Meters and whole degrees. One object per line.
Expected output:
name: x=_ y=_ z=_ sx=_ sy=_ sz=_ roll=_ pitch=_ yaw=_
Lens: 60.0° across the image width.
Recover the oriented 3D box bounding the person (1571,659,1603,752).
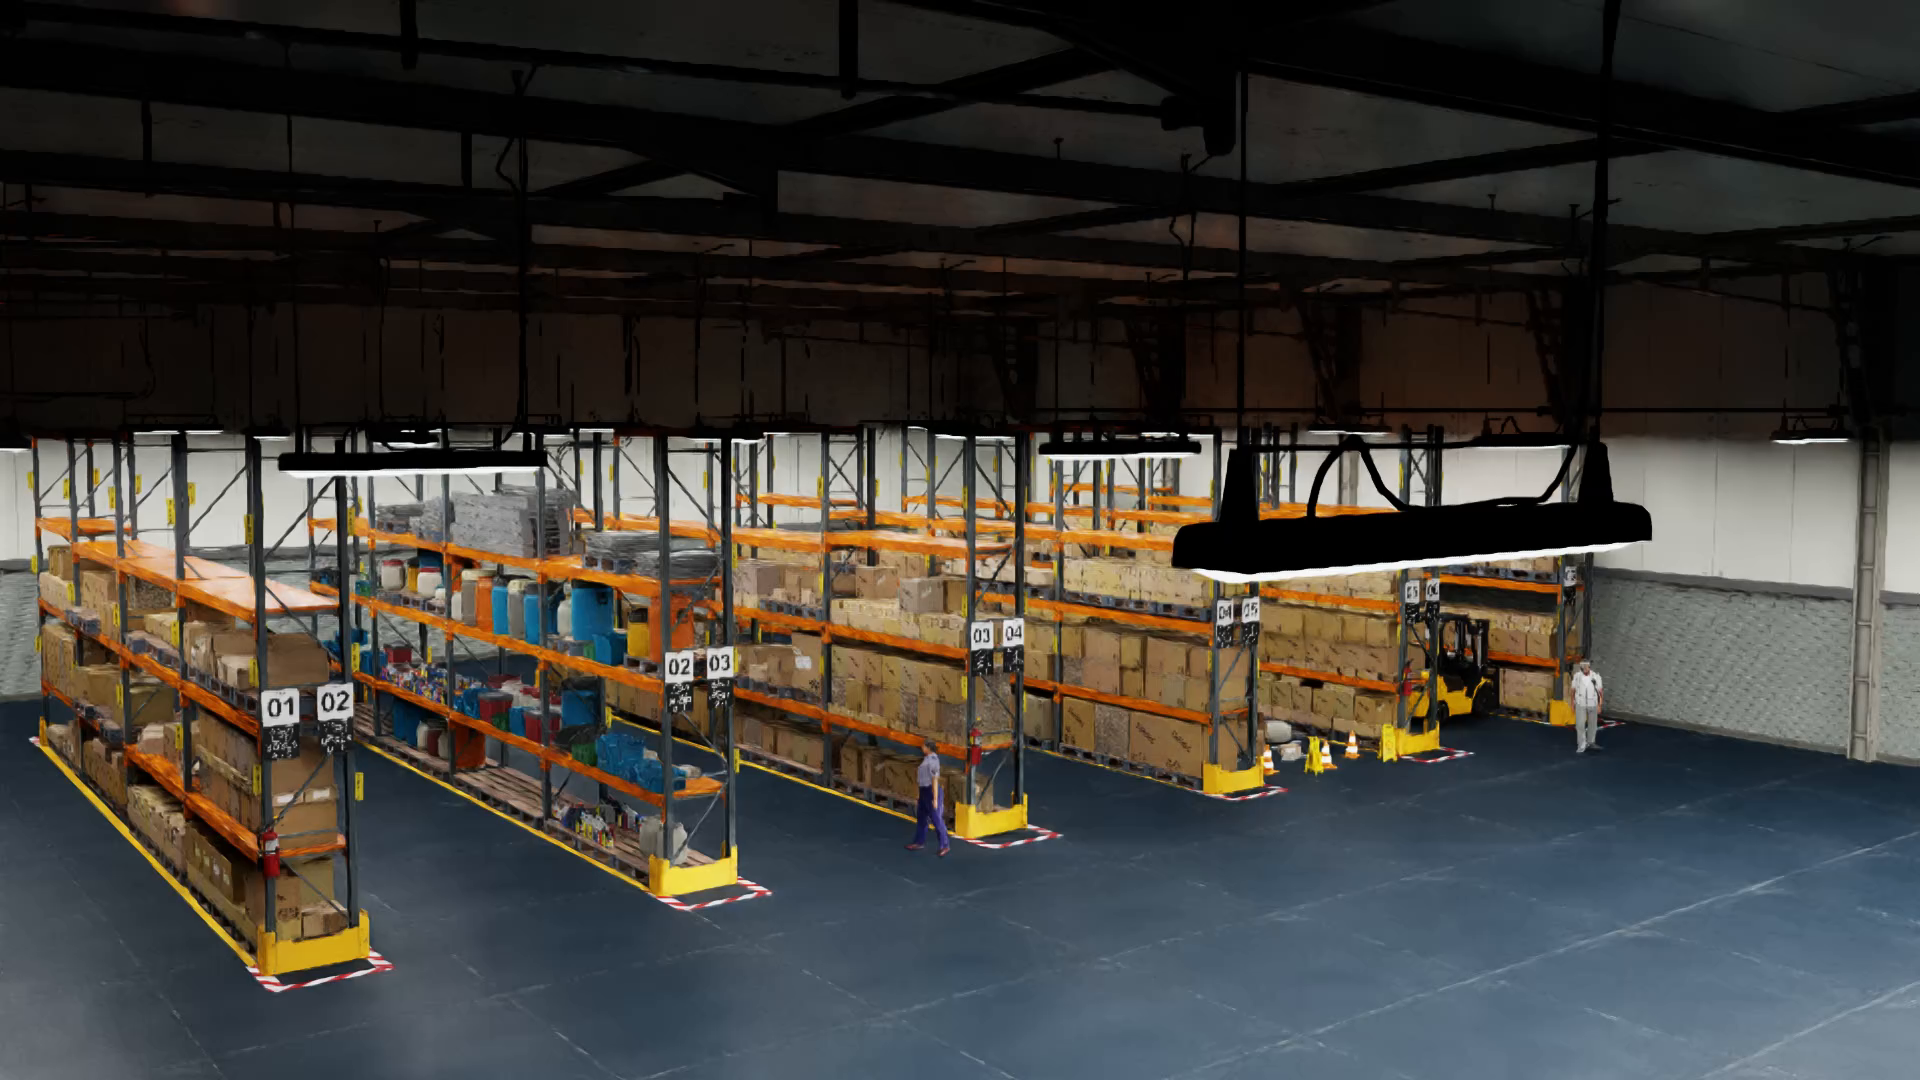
person: x=11.633 y=3.044 z=30.833 sx=0.586 sy=1.737 sz=0.631 roll=2 pitch=5 yaw=20

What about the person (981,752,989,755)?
person: x=0.403 y=3.184 z=30.383 sx=0.566 sy=1.541 sz=0.519 roll=-4 pitch=6 yaw=-39

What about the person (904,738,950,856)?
person: x=-0.484 y=3.650 z=23.760 sx=0.608 sy=1.611 sz=0.685 roll=-1 pitch=5 yaw=-16
